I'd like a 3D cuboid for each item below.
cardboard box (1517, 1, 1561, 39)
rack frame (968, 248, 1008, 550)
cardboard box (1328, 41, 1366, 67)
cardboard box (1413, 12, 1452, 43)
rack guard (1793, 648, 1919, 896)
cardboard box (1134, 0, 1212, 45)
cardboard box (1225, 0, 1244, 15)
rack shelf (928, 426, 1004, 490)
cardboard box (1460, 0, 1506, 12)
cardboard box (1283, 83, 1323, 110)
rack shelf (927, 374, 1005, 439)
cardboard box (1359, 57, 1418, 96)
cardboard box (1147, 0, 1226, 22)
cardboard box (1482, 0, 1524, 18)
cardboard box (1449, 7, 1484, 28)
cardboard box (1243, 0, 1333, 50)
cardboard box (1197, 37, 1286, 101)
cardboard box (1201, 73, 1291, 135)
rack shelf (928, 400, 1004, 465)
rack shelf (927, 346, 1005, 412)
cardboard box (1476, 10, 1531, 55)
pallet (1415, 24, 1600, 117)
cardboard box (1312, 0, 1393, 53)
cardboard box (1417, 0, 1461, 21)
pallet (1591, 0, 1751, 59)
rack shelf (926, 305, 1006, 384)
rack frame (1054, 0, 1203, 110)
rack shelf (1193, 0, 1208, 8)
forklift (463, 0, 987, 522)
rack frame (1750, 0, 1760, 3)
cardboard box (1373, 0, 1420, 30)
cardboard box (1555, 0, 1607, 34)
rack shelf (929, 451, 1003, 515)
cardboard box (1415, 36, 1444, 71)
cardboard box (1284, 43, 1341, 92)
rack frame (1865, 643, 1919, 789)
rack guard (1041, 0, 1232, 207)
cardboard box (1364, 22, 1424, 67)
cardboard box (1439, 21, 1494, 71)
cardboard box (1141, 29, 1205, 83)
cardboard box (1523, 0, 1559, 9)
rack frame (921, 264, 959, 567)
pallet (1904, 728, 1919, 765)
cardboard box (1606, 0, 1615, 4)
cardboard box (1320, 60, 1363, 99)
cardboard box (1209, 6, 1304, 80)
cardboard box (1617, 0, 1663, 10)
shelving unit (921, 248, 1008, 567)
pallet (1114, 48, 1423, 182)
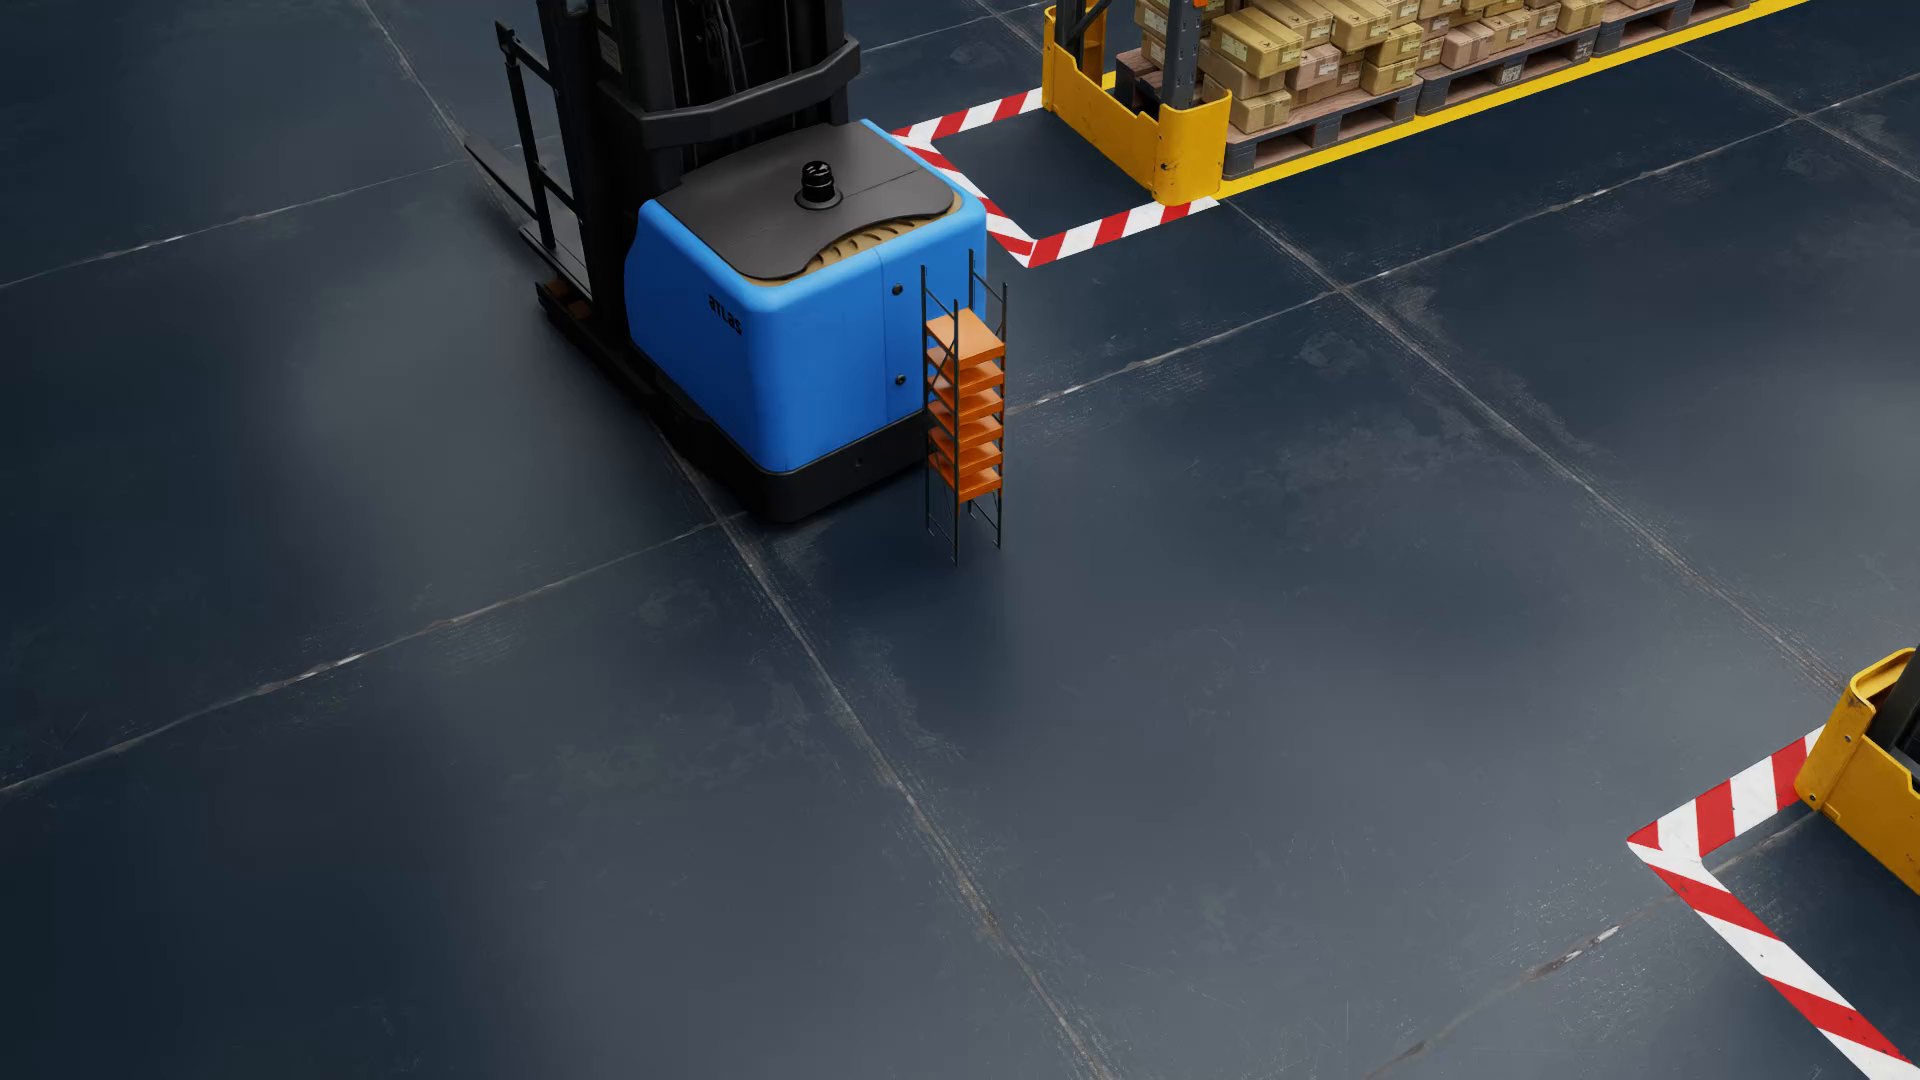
[{"bbox_3d":[2.910,-2.789,8.715,0.250,0.149,0.380,-21,48,-20],"label":"cardboard box"},{"bbox_3d":[0.092,-0.467,5.870,0.006,1.200,0.240,-22,48,-21],"label":"rack frame"},{"bbox_3d":[1.785,-2.485,8.188,0.250,0.149,0.380,-21,48,-20],"label":"cardboard box"},{"bbox_3d":[2.245,-2.658,8.367,0.250,0.149,0.380,-24,49,-23],"label":"cardboard box"},{"bbox_3d":[3.132,0.911,4.952,0.348,0.500,1.175,-22,48,-21],"label":"rack guard"},{"bbox_3d":[1.085,-2.614,8.322,0.250,0.149,0.380,-23,49,-22],"label":"cardboard box"},{"bbox_3d":[1.349,-2.755,8.253,0.250,0.149,0.380,-21,48,-20],"label":"cardboard box"},{"bbox_3d":[0.013,-0.318,5.952,0.180,0.103,0.258,-22,48,-21],"label":"rack shelf"},{"bbox_3d":[2.524,-2.811,8.311,0.250,0.149,0.380,-21,48,-20],"label":"cardboard box"},{"bbox_3d":[1.569,-2.281,8.192,0.250,0.149,0.380,-22,48,-21],"label":"cardboard box"},{"bbox_3d":[0.013,-0.490,5.785,0.180,0.103,0.258,-22,48,-21],"label":"rack shelf"},{"bbox_3d":[2.058,-2.394,8.308,0.250,0.149,0.380,-21,48,-20],"label":"cardboard box"},{"bbox_3d":[1.102,-2.702,8.199,0.250,0.149,0.380,-21,48,-20],"label":"cardboard box"},{"bbox_3d":[2.698,-2.865,8.580,0.250,0.149,0.380,-20,47,-19],"label":"cardboard box"},{"bbox_3d":[2.459,-2.777,8.489,0.250,0.149,0.380,-19,47,-19],"label":"cardboard box"},{"bbox_3d":[1.572,-2.510,8.001,0.250,0.149,0.380,-21,48,-20],"label":"cardboard box"},{"bbox_3d":[1.352,-2.285,7.983,0.250,0.149,0.380,-20,48,-19],"label":"cardboard box"},{"bbox_3d":[1.383,-2.140,8.047,0.250,0.149,0.380,-21,48,-20],"label":"cardboard box"},{"bbox_3d":[0.013,-0.404,5.868,0.180,0.103,0.258,-22,48,-21],"label":"rack shelf"},{"bbox_3d":[0.013,-0.576,5.701,0.180,0.103,0.258,-22,48,-21],"label":"rack shelf"},{"bbox_3d":[2.718,-2.685,8.609,0.250,0.149,0.380,-22,48,-21],"label":"cardboard box"},{"bbox_3d":[2.614,-2.731,8.912,1.213,0.211,1.003,-22,48,-21],"label":"pallet"},{"bbox_3d":[1.854,-2.520,8.012,0.250,0.149,0.380,-22,48,-21],"label":"cardboard box"},{"bbox_3d":[2.273,-2.747,8.245,0.250,0.149,0.380,-20,48,-19],"label":"cardboard box"},{"bbox_3d":[3.673,-3.157,9.352,1.213,0.211,1.003,-22,48,-21],"label":"pallet"},{"bbox_3d":[0.013,-0.662,5.618,0.180,0.103,0.258,-22,48,-21],"label":"rack shelf"},{"bbox_3d":[0.769,-3.024,7.212,0.127,3.000,1.000,-22,48,-21],"label":"rack frame"},{"bbox_3d":[2.504,-3.460,8.178,4.000,0.370,1.077,-22,48,-21],"label":"rack shelf"},{"bbox_3d":[-1.177,-2.096,6.305,1.130,2.935,3.031,-28,51,-26],"label":"forklift"},{"bbox_3d":[4.238,-4.412,8.642,0.127,3.000,1.000,-22,48,-21],"label":"rack frame"},{"bbox_3d":[2.028,-2.656,8.152,0.250,0.149,0.380,-24,49,-23],"label":"cardboard box"},{"bbox_3d":[3.170,-2.839,8.767,0.250,0.149,0.380,-22,48,-21],"label":"cardboard box"},{"bbox_3d":[0.013,-0.231,6.035,0.180,0.103,0.258,-22,48,-21],"label":"rack shelf"},{"bbox_3d":[2.231,-2.540,8.458,0.250,0.149,0.380,-22,48,-21],"label":"cardboard box"},{"bbox_3d":[1.617,-2.346,8.046,0.250,0.149,0.380,-22,48,-21],"label":"cardboard box"},{"bbox_3d":[3.153,0.006,4.090,0.127,3.000,1.000,-22,48,-21],"label":"rack frame"},{"bbox_3d":[0.835,-2.154,8.110,0.348,0.500,1.175,-22,48,-21],"label":"rack guard"},{"bbox_3d":[2.062,-2.508,8.213,0.250,0.149,0.380,-20,48,-20],"label":"cardboard box"},{"bbox_3d":[2.491,-2.573,8.493,0.250,0.149,0.380,-24,49,-23],"label":"cardboard box"},{"bbox_3d":[1.122,-2.461,8.377,0.250,0.149,0.380,-21,48,-20],"label":"cardboard box"},{"bbox_3d":[2.951,-2.931,8.649,0.250,0.149,0.380,-24,49,-23],"label":"cardboard box"},{"bbox_3d":[-0.067,-0.404,5.805,0.006,1.200,0.240,-22,48,-21],"label":"rack frame"},{"bbox_3d":[3.807,0.682,5.396,1.213,0.211,1.003,-22,48,-21],"label":"pallet"},{"bbox_3d":[3.315,-3.010,8.943,0.250,0.149,0.380,-23,49,-22],"label":"cardboard box"},{"bbox_3d":[1.781,-2.371,8.285,0.250,0.149,0.380,-21,48,-21],"label":"cardboard box"},{"bbox_3d":[1.393,-2.342,7.828,0.250,0.149,0.380,-24,49,-23],"label":"cardboard box"},{"bbox_3d":[3.603,-3.028,8.961,0.250,0.149,0.380,-23,49,-22],"label":"cardboard box"},{"bbox_3d":[0.013,-0.436,5.837,0.189,1.200,0.258,-22,48,-21],"label":"shelving unit"},{"bbox_3d":[1.557,-2.311,8.479,1.213,0.211,1.003,-22,48,-21],"label":"pallet"}]
